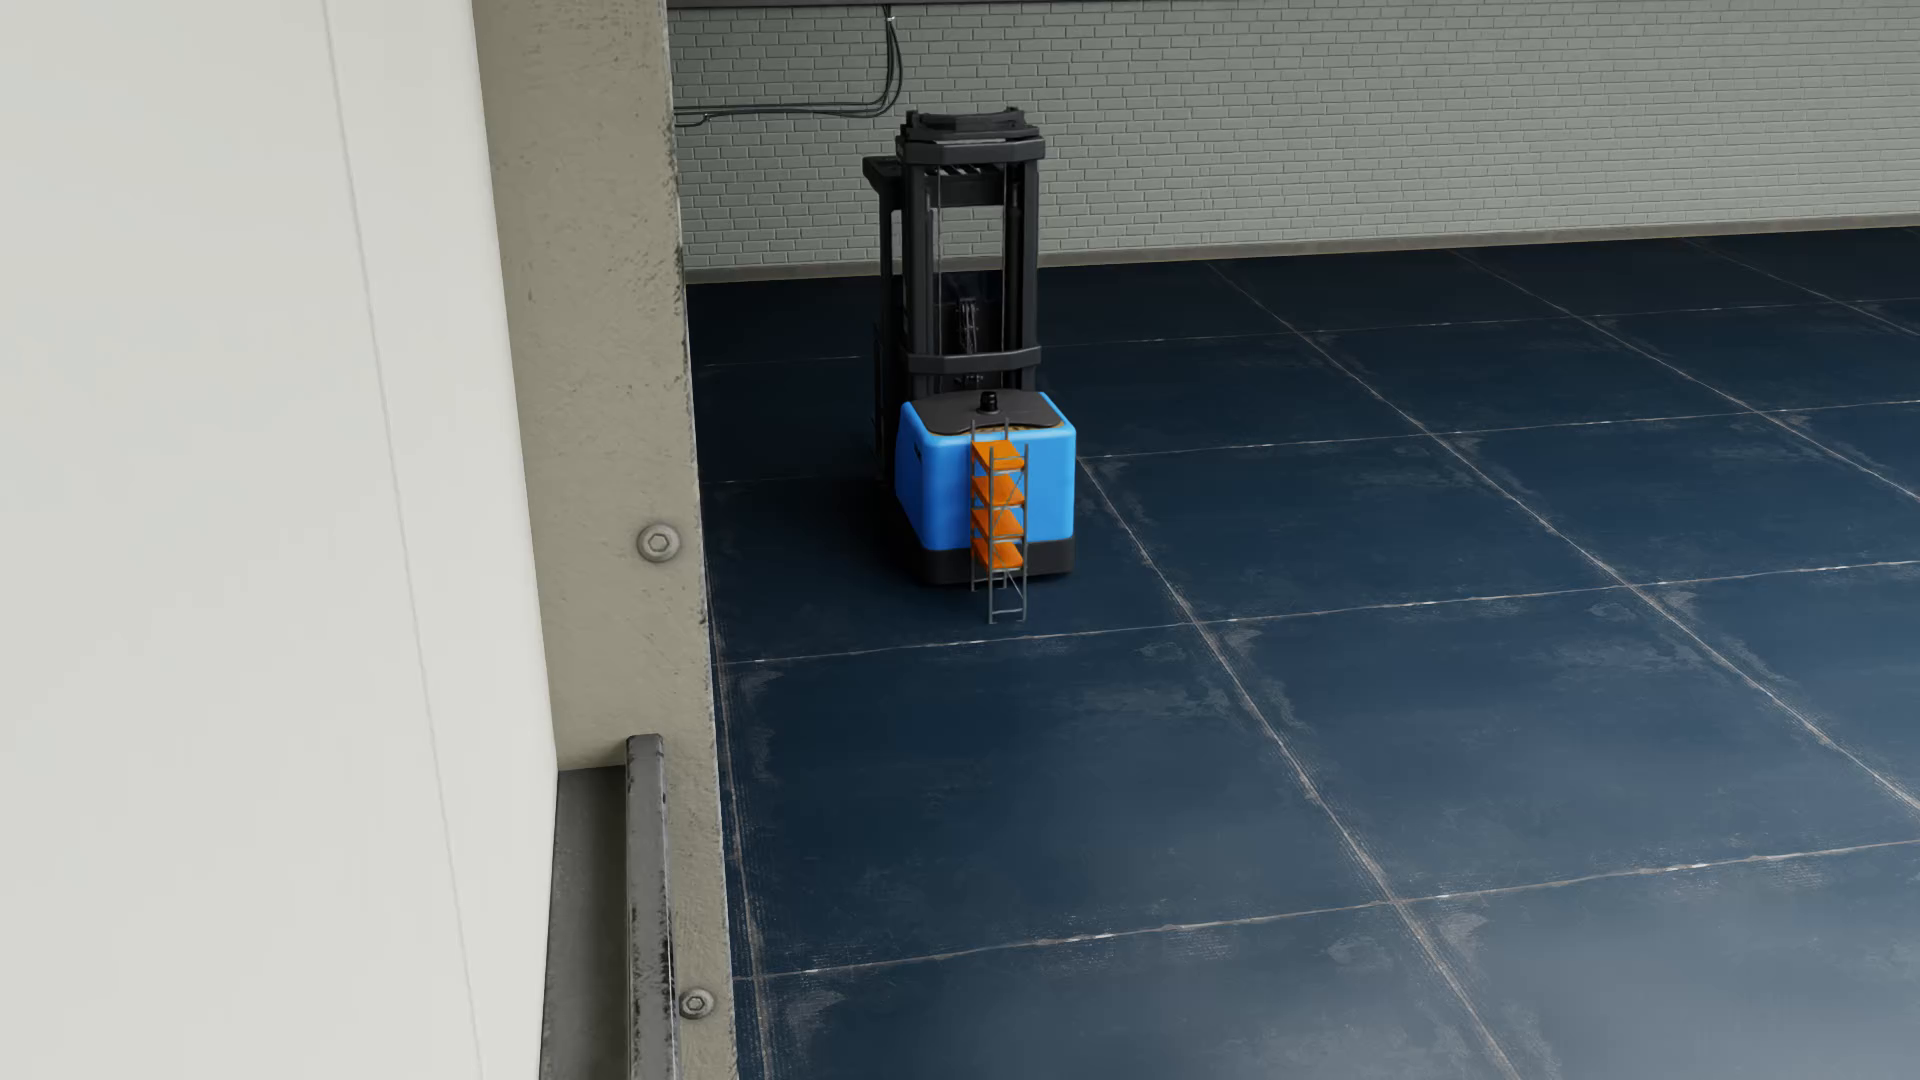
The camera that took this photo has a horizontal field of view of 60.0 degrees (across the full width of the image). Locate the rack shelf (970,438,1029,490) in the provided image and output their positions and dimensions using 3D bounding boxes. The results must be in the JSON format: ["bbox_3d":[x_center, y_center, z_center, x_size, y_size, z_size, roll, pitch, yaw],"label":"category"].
[{"bbox_3d":[0.244,-0.479,10.367,0.258,0.148,0.480,-5,24,-12],"label":"rack shelf"}]

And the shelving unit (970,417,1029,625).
[{"bbox_3d":[0.244,-0.119,10.524,0.258,1.200,0.503,-5,24,-12],"label":"shelving unit"}]

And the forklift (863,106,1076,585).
[{"bbox_3d":[-0.060,-1.613,11.781,1.130,2.935,3.031,-5,24,-12],"label":"forklift"}]

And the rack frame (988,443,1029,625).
[{"bbox_3d":[0.299,-0.024,10.306,0.240,1.200,0.015,-5,24,-12],"label":"rack frame"}]

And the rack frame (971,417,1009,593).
[{"bbox_3d":[0.190,-0.215,10.742,0.240,1.200,0.015,-5,24,-12],"label":"rack frame"}]

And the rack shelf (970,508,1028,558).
[{"bbox_3d":[0.244,-0.058,10.551,0.258,0.148,0.480,-5,24,-12],"label":"rack shelf"}]

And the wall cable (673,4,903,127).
[{"bbox_3d":[-2.122,-5.545,17.082,3.097,2.526,0.112,-4,24,-10],"label":"wall cable"}]

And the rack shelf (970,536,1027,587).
[{"bbox_3d":[0.244,0.124,10.630,0.258,0.148,0.480,-5,24,-12],"label":"rack shelf"}]

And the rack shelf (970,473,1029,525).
[{"bbox_3d":[0.244,-0.263,10.461,0.258,0.148,0.480,-5,24,-12],"label":"rack shelf"}]
